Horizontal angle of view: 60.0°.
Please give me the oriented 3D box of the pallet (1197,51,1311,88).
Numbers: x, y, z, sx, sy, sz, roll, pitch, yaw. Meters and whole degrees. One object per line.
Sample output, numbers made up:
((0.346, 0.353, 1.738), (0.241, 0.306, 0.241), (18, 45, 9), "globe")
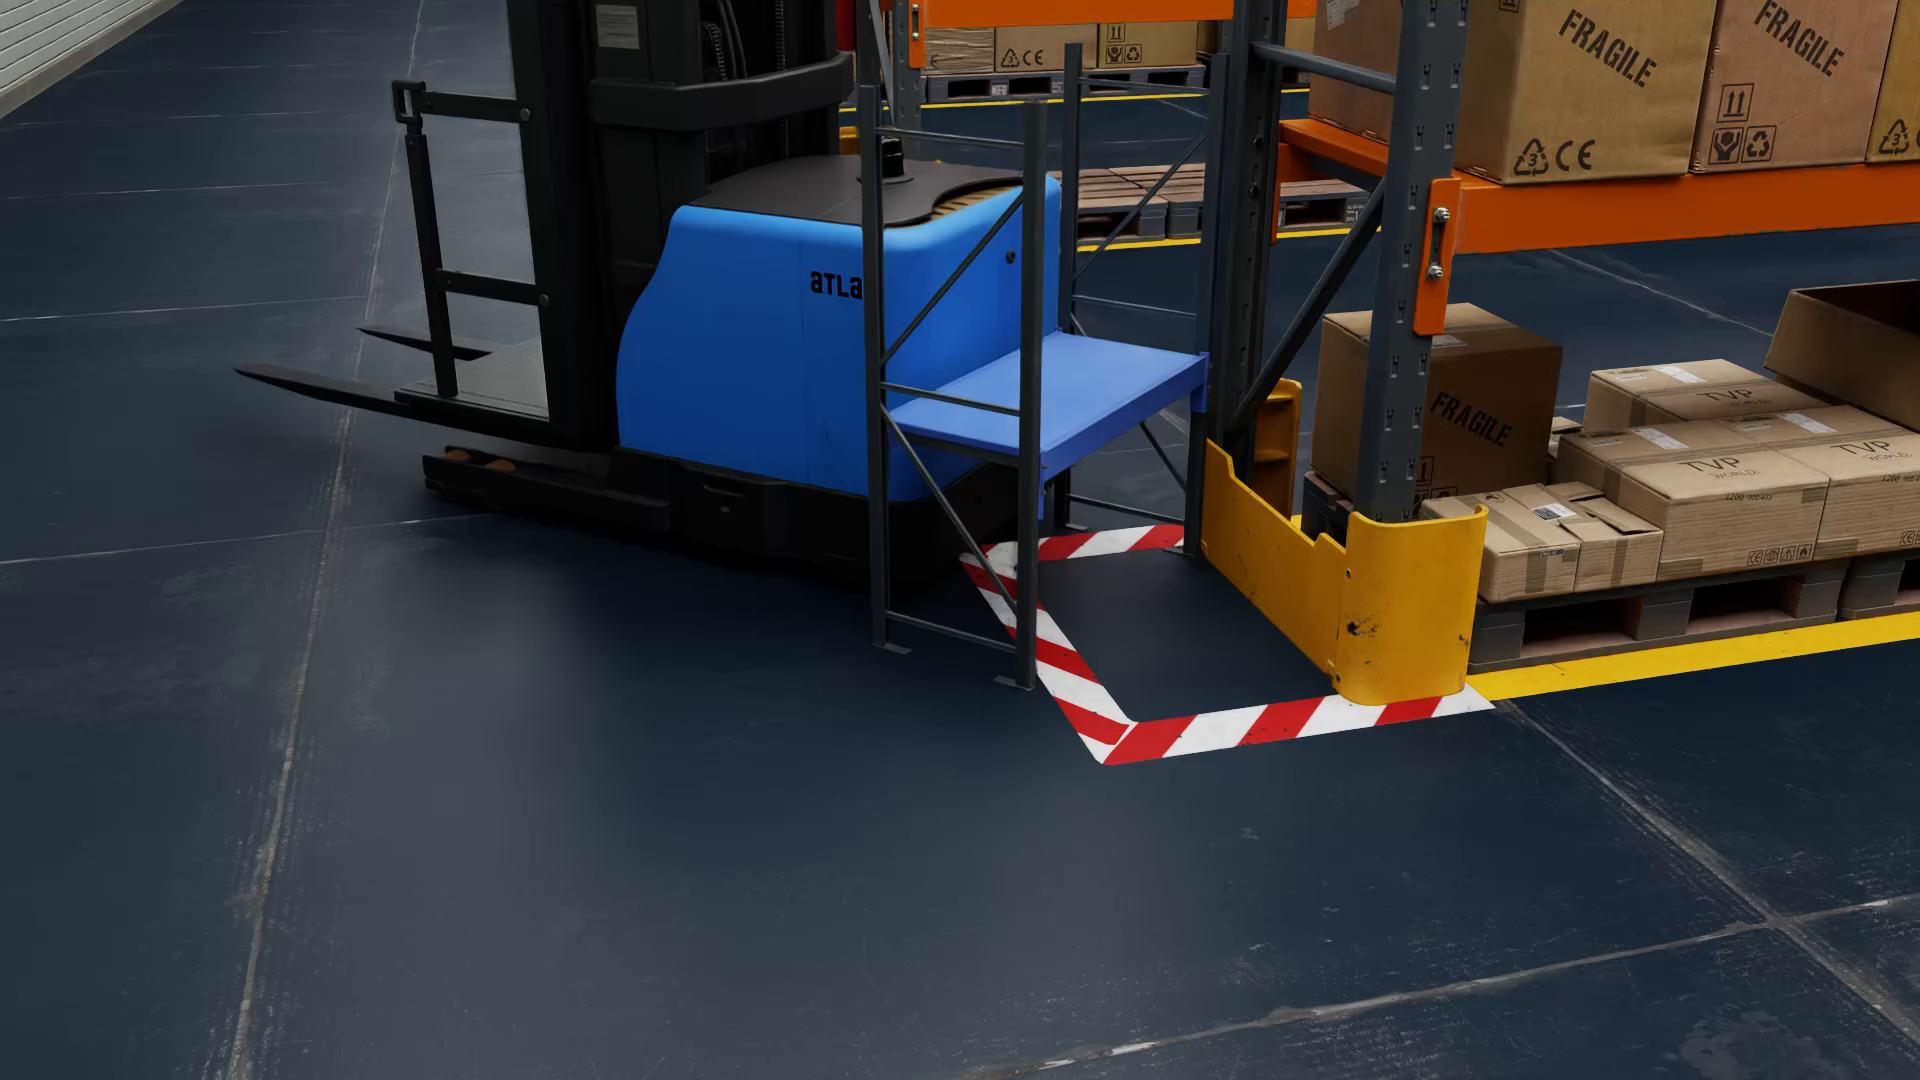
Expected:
((2.845, -4.196, 14.761), (1.213, 0.211, 1.003), (-6, 24, -14), "pallet")

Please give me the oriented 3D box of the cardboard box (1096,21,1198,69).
((1.465, -4.543, 14.196), (0.875, 0.875, 0.875), (-6, 24, -14), "cardboard box")

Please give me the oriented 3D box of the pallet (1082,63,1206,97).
((1.369, -4.034, 14.383), (1.213, 0.211, 1.003), (-6, 24, -14), "pallet")

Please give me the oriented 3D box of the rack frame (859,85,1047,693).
((-0.023, -0.348, 4.160), (0.500, 1.500, 0.032), (14, 27, 29), "rack frame")

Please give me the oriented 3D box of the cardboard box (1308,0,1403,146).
((1.301, -1.376, 4.526), (0.500, 0.500, 0.500), (-6, 24, -13), "cardboard box")

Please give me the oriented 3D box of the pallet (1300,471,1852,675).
((1.784, 0.009, 4.961), (1.213, 0.211, 1.003), (-6, 24, -14), "pallet")

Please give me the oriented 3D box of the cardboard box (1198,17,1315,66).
((2.733, -4.659, 14.466), (0.875, 0.875, 1.225), (-6, 24, -14), "cardboard box")

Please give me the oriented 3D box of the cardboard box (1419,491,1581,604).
((1.439, 0.015, 4.469), (0.250, 0.149, 0.380), (-6, 24, -14), "cardboard box")

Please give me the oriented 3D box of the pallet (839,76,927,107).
((-0.980, -3.774, 13.778), (1.213, 0.211, 1.003), (-6, 24, -14), "pallet")

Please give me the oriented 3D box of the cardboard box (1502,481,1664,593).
((1.680, -0.020, 4.528), (0.250, 0.166, 0.380), (-6, 24, -14), "cardboard box")

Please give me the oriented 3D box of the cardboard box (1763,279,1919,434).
((2.987, -0.458, 5.121), (0.637, 0.503, 0.797), (-6, 24, -14), "cardboard box")

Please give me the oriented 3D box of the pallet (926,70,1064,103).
((0.192, -3.902, 14.077), (1.213, 0.211, 1.003), (-6, 24, -14), "pallet")

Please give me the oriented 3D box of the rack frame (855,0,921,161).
((-0.391, -3.060, 8.578), (0.127, 3.000, 1.000), (-6, 24, -14), "rack frame")

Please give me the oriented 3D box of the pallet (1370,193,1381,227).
((2.763, -2.112, 9.904), (1.213, 0.211, 1.003), (-6, 24, -14), "pallet")

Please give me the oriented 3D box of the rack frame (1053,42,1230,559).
((0.520, -0.687, 4.950), (0.500, 1.500, 0.032), (14, 27, 29), "rack frame")

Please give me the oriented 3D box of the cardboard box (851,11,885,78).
((-1.134, -4.256, 13.526), (0.875, 0.875, 0.875), (-6, 24, -14), "cardboard box")

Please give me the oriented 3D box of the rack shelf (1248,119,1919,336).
((2.869, -1.062, 4.832), (4.000, 0.370, 1.077), (-6, 24, -14), "rack shelf")

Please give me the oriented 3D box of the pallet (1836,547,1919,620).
((2.956, -0.119, 5.261), (1.213, 0.211, 1.003), (-6, 24, -14), "pallet")

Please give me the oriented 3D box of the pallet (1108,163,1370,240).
((1.586, -1.980, 9.597), (1.213, 0.211, 1.003), (-6, 24, -14), "pallet")

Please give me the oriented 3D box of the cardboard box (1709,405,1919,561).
((2.506, -0.174, 4.782), (0.500, 0.250, 0.500), (-6, 24, -14), "cardboard box")

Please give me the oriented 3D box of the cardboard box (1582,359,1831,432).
((2.323, -0.359, 5.212), (0.500, 0.250, 0.500), (-6, 24, -14), "cardboard box")

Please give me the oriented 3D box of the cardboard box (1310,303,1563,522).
((1.400, -0.384, 4.953), (0.500, 0.500, 0.500), (-6, 24, -14), "cardboard box")

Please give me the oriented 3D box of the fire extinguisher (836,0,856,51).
((-0.659, -3.010, 9.031), (0.183, 0.674, 0.296), (-6, 24, -14), "fire extinguisher")

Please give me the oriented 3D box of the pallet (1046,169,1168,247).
((0.413, -1.852, 9.298), (1.213, 0.211, 1.003), (-6, 24, -14), "pallet")

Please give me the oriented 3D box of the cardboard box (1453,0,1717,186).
((1.442, -1.172, 4.051), (0.500, 0.500, 0.500), (-6, 24, -13), "cardboard box")

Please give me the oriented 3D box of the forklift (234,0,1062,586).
((-1.206, -1.612, 5.289), (3.031, 2.935, 1.130), (12, 26, 26), "forklift")

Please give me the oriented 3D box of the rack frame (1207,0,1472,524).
((0.943, -1.179, 4.194), (0.127, 3.000, 1.000), (-6, 24, -14), "rack frame")

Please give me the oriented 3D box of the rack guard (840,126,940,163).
((-0.411, -1.904, 9.053), (0.348, 0.500, 1.175), (-6, 24, -14), "rack guard")

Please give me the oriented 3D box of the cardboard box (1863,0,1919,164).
((2.421, -1.282, 4.306), (0.500, 0.500, 0.500), (-6, 24, -15), "cardboard box")

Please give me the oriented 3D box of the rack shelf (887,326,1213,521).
((0.249, -0.353, 4.626), (0.538, 0.185, 1.000), (14, 27, 29), "rack shelf")

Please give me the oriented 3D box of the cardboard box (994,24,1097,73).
((0.599, -4.447, 13.973), (0.875, 0.875, 0.875), (-6, 24, -14), "cardboard box")

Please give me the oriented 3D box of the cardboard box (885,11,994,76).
((-0.258, -4.353, 13.752), (0.875, 0.875, 0.875), (-6, 24, -14), "cardboard box")

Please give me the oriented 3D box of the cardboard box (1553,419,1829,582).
((2.025, -0.121, 4.657), (0.500, 0.250, 0.500), (-6, 24, -14), "cardboard box")

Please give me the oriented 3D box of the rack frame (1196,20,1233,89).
((2.122, -5.367, 13.953), (0.127, 3.000, 1.000), (-6, 24, -14), "rack frame")

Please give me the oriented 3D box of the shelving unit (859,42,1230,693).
((0.249, -0.518, 4.555), (0.538, 1.500, 1.048), (14, 27, 29), "shelving unit")

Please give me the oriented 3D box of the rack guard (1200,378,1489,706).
((1.016, -0.038, 4.706), (0.348, 0.500, 1.175), (-6, 24, -14), "rack guard")

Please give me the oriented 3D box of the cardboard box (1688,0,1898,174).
((1.937, -1.229, 4.184), (0.500, 0.500, 0.500), (-7, 24, -15), "cardboard box")

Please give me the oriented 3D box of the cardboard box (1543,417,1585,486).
((1.815, -0.240, 5.040), (0.250, 0.166, 0.380), (-6, 24, -14), "cardboard box")

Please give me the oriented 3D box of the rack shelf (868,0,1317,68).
((1.534, -2.943, 9.216), (4.000, 0.370, 1.077), (-6, 24, -14), "rack shelf")
